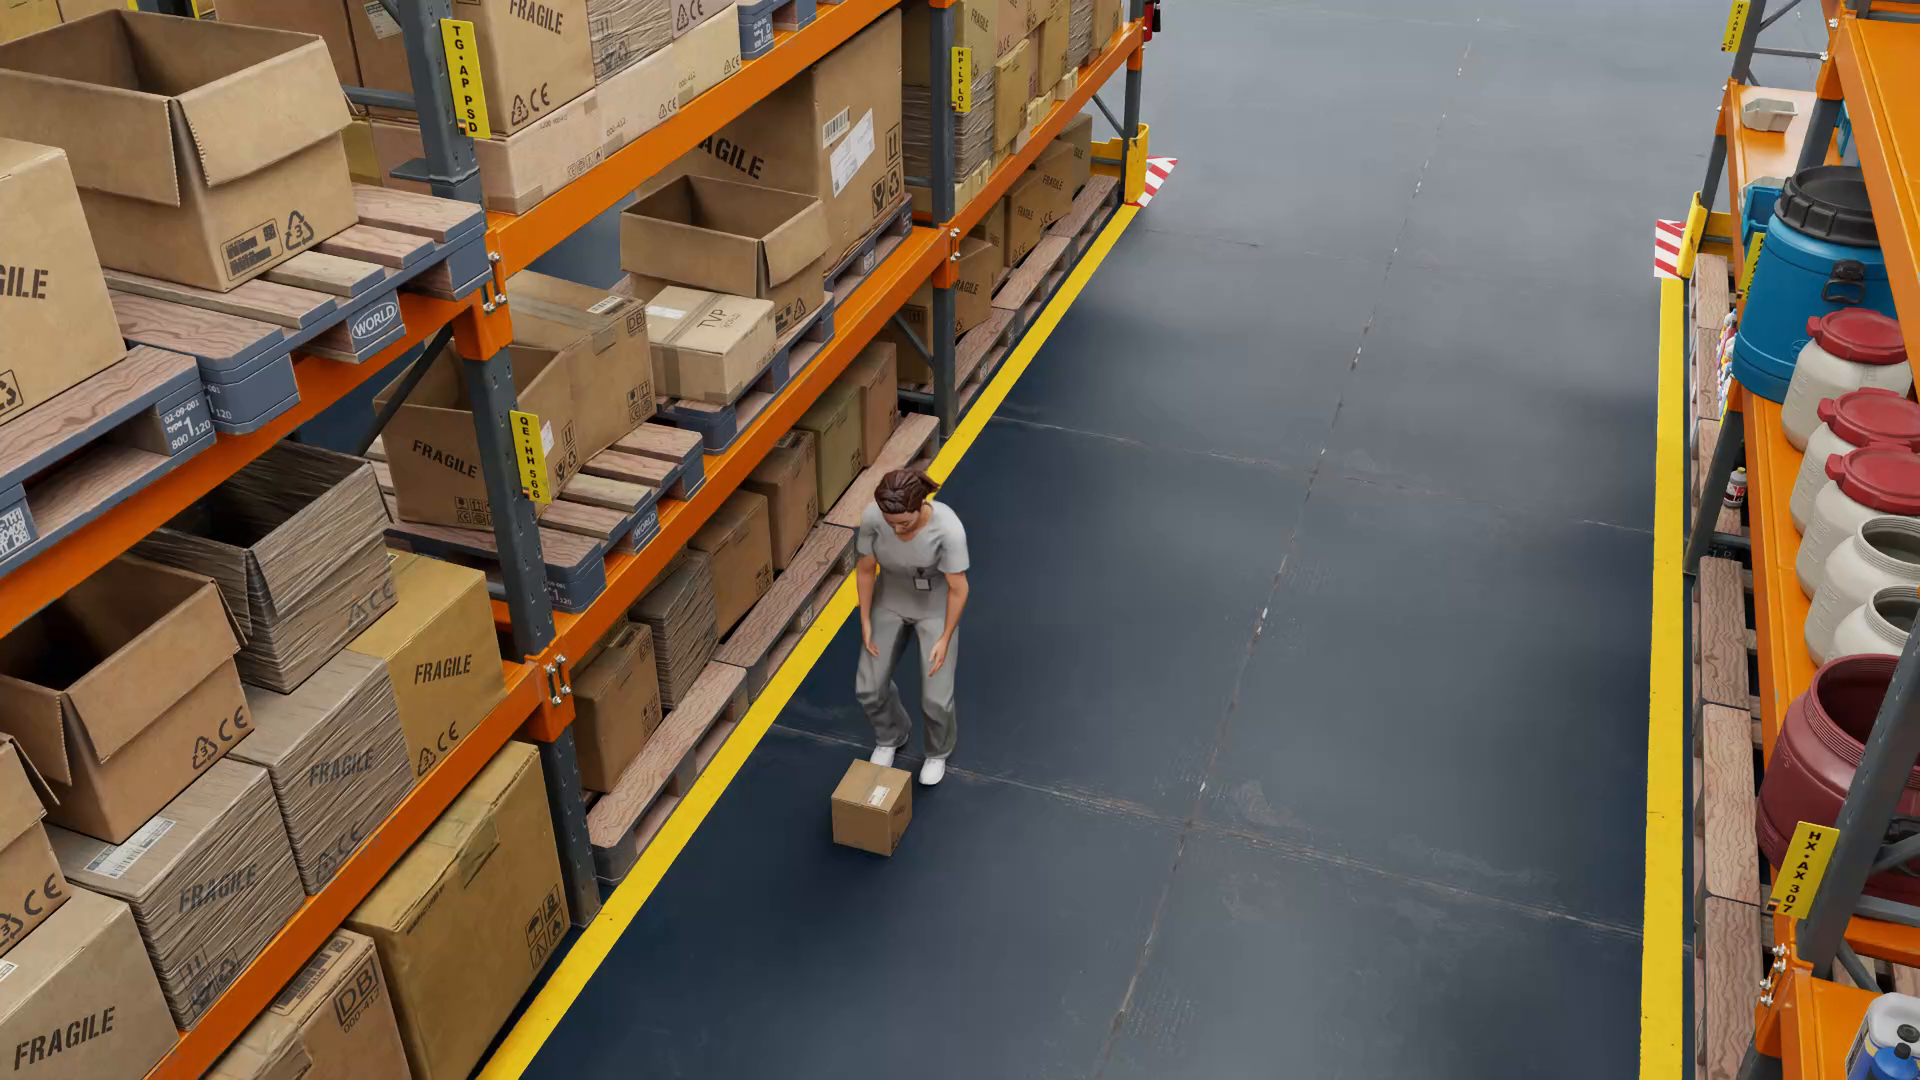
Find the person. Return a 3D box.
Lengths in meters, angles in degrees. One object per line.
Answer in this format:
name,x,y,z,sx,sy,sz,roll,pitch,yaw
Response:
person,-0.189,0.429,6.800,0.491,1.342,0.652,11,35,17
